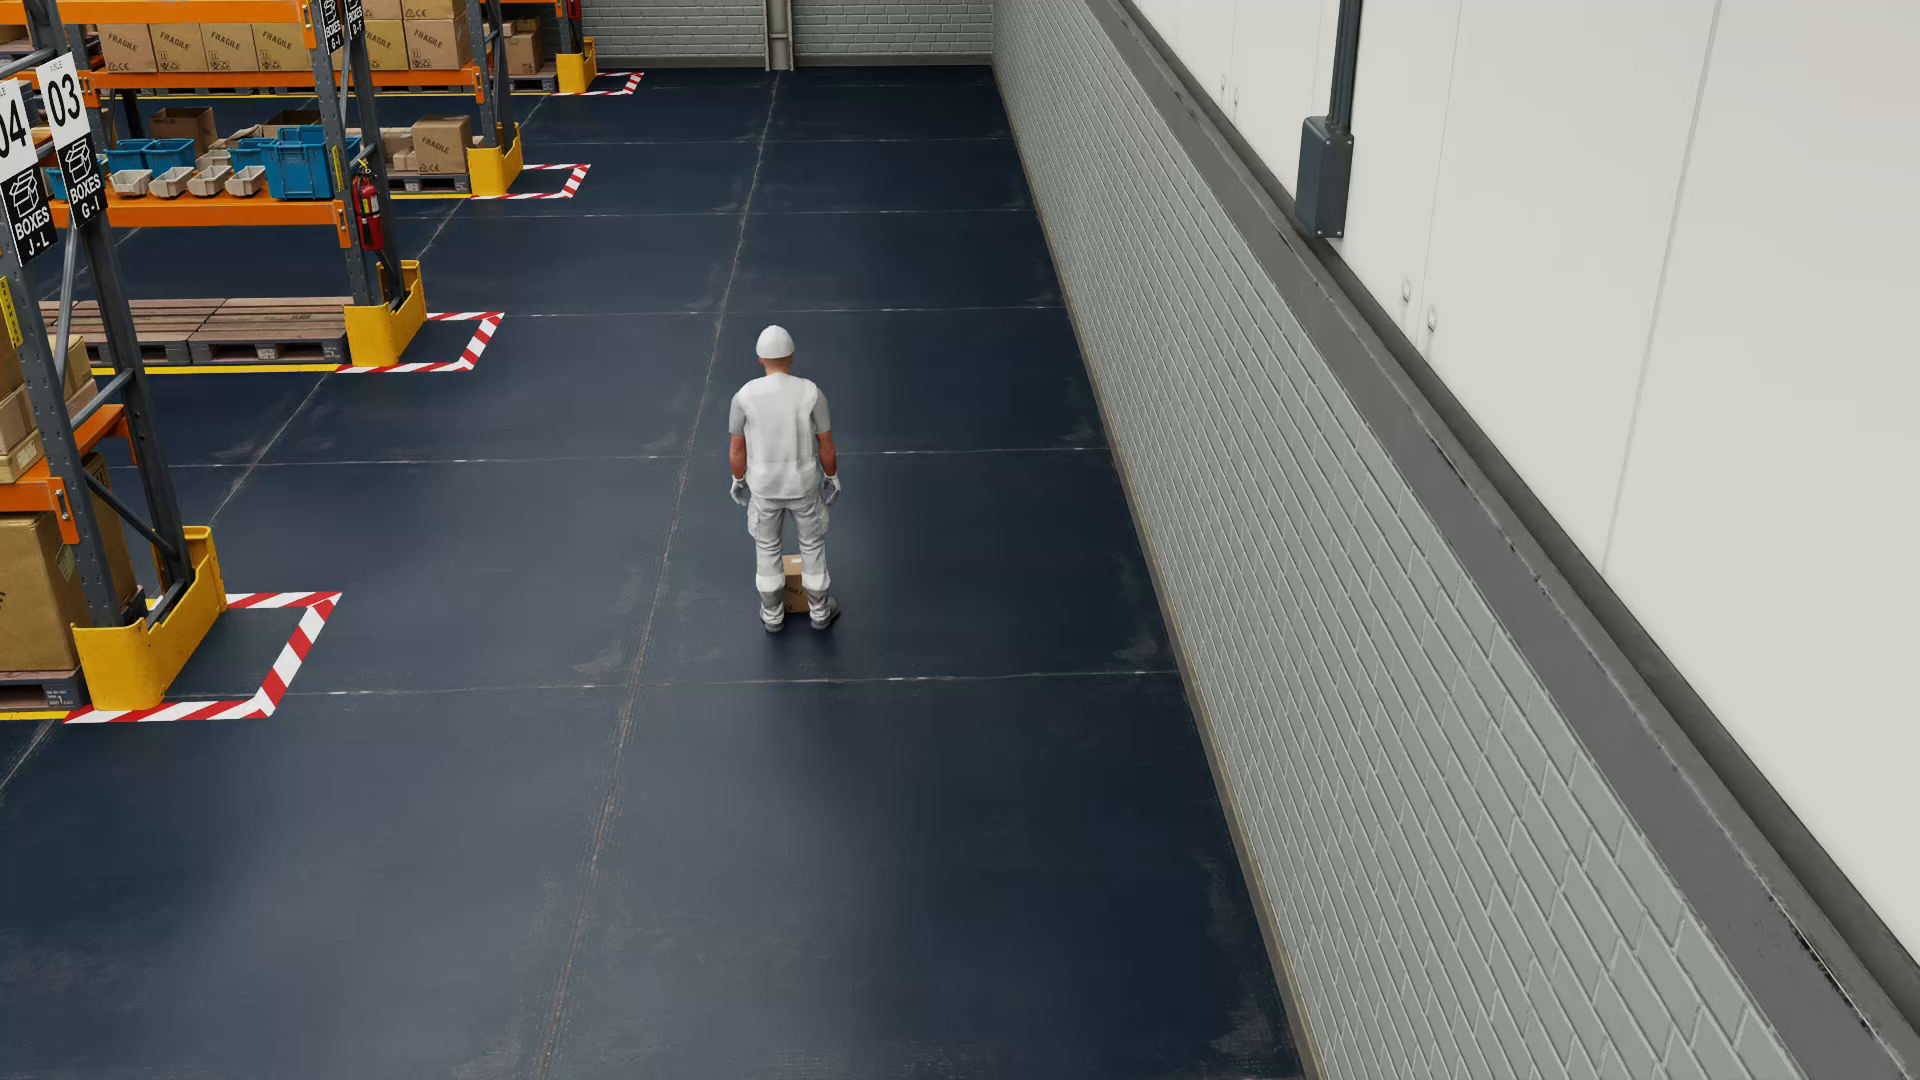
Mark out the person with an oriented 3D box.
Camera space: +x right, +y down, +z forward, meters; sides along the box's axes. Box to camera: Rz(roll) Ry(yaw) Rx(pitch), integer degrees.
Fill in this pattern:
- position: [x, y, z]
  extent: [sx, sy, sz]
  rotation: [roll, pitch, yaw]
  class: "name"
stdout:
- position: [-0.966, -0.318, 9.217]
  extent: [0.609, 1.779, 0.449]
  rotation: [-1, 27, -2]
  class: "person"
